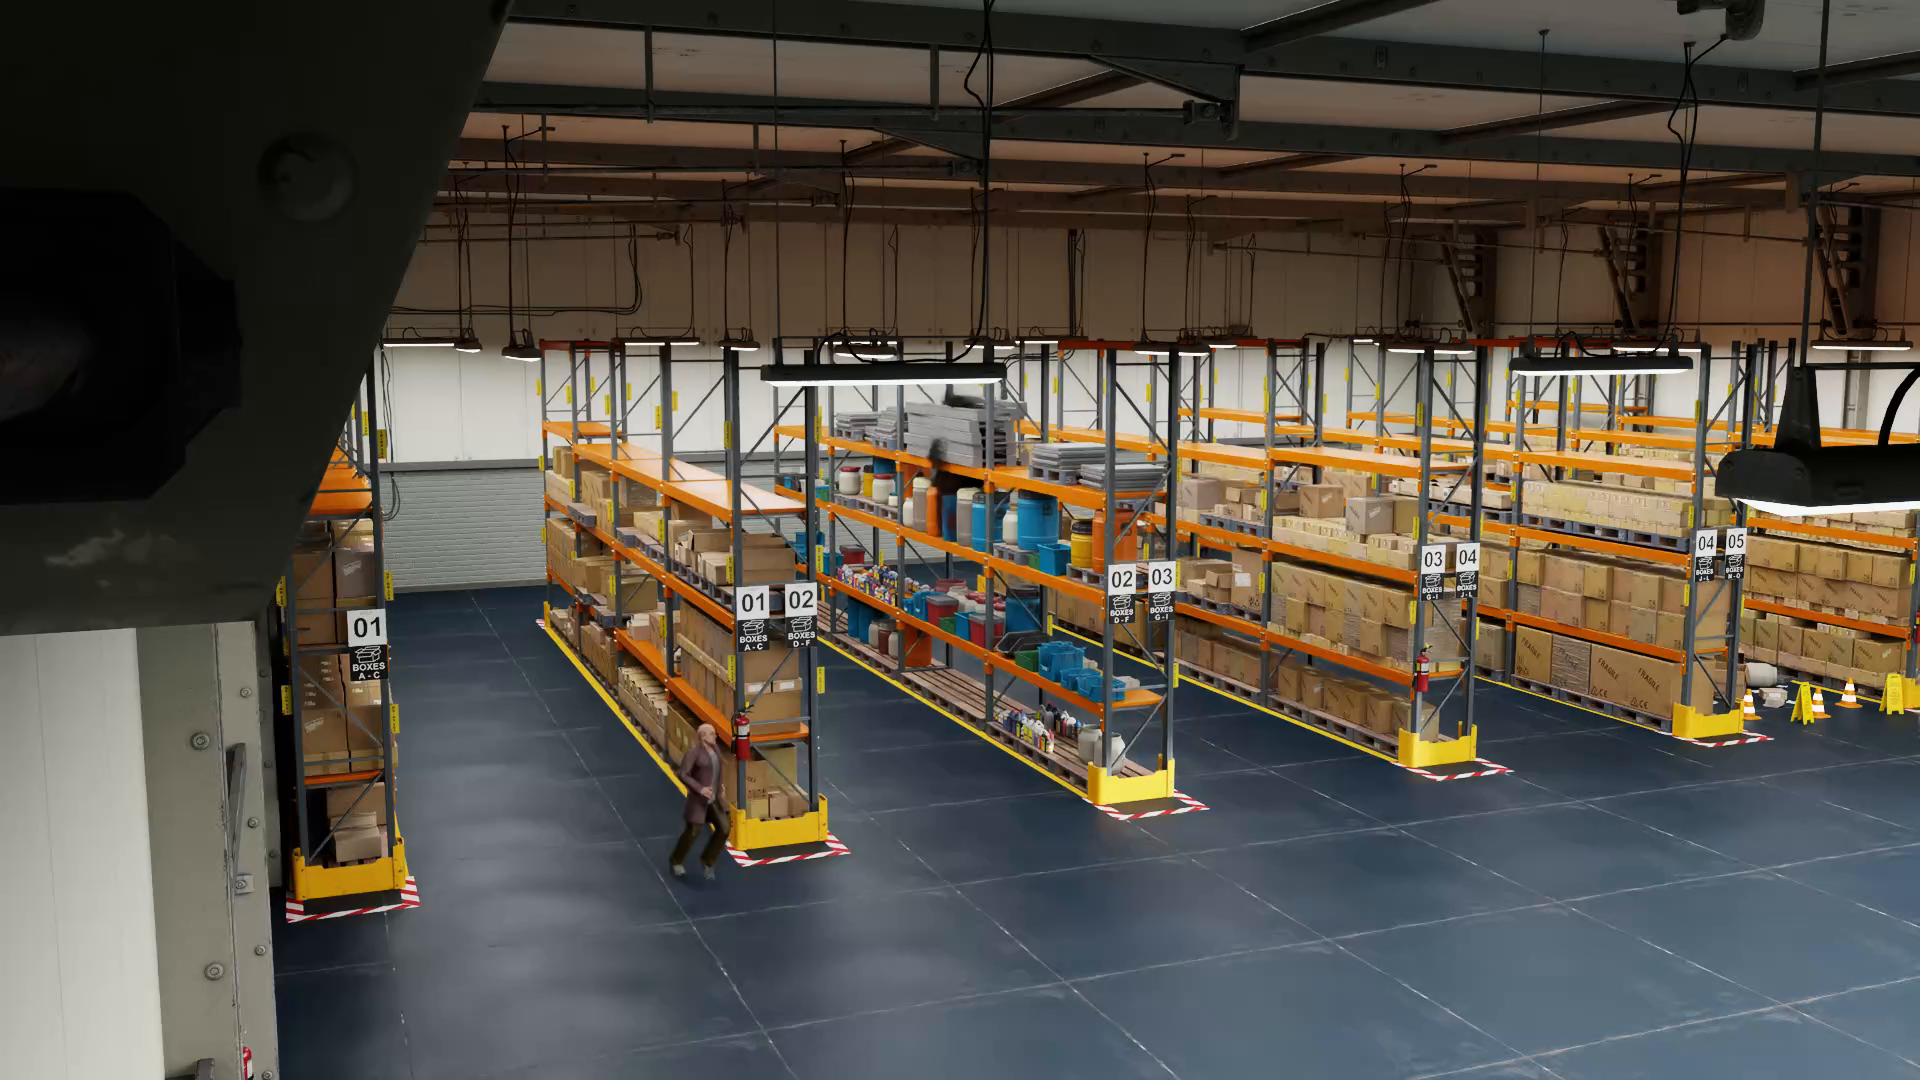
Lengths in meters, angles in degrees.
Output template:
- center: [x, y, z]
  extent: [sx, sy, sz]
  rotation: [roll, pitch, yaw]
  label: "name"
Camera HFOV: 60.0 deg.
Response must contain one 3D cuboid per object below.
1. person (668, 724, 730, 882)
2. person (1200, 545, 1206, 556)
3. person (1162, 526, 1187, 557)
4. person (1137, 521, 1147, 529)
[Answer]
- center: [-2.945, 3.005, 19.133]
  extent: [0.727, 1.781, 0.763]
  rotation: [6, 10, 38]
  label: "person"
- center: [6.014, 0.141, 41.813]
  extent: [0.483, 1.521, 0.640]
  rotation: [4, 8, 28]
  label: "person"
- center: [5.470, 0.030, 41.797]
  extent: [0.888, 1.794, 0.724]
  rotation: [-3, 8, -20]
  label: "person"
- center: [4.216, 0.378, 39.384]
  extent: [0.665, 1.691, 0.598]
  rotation: [-1, 8, -8]
  label: "person"
